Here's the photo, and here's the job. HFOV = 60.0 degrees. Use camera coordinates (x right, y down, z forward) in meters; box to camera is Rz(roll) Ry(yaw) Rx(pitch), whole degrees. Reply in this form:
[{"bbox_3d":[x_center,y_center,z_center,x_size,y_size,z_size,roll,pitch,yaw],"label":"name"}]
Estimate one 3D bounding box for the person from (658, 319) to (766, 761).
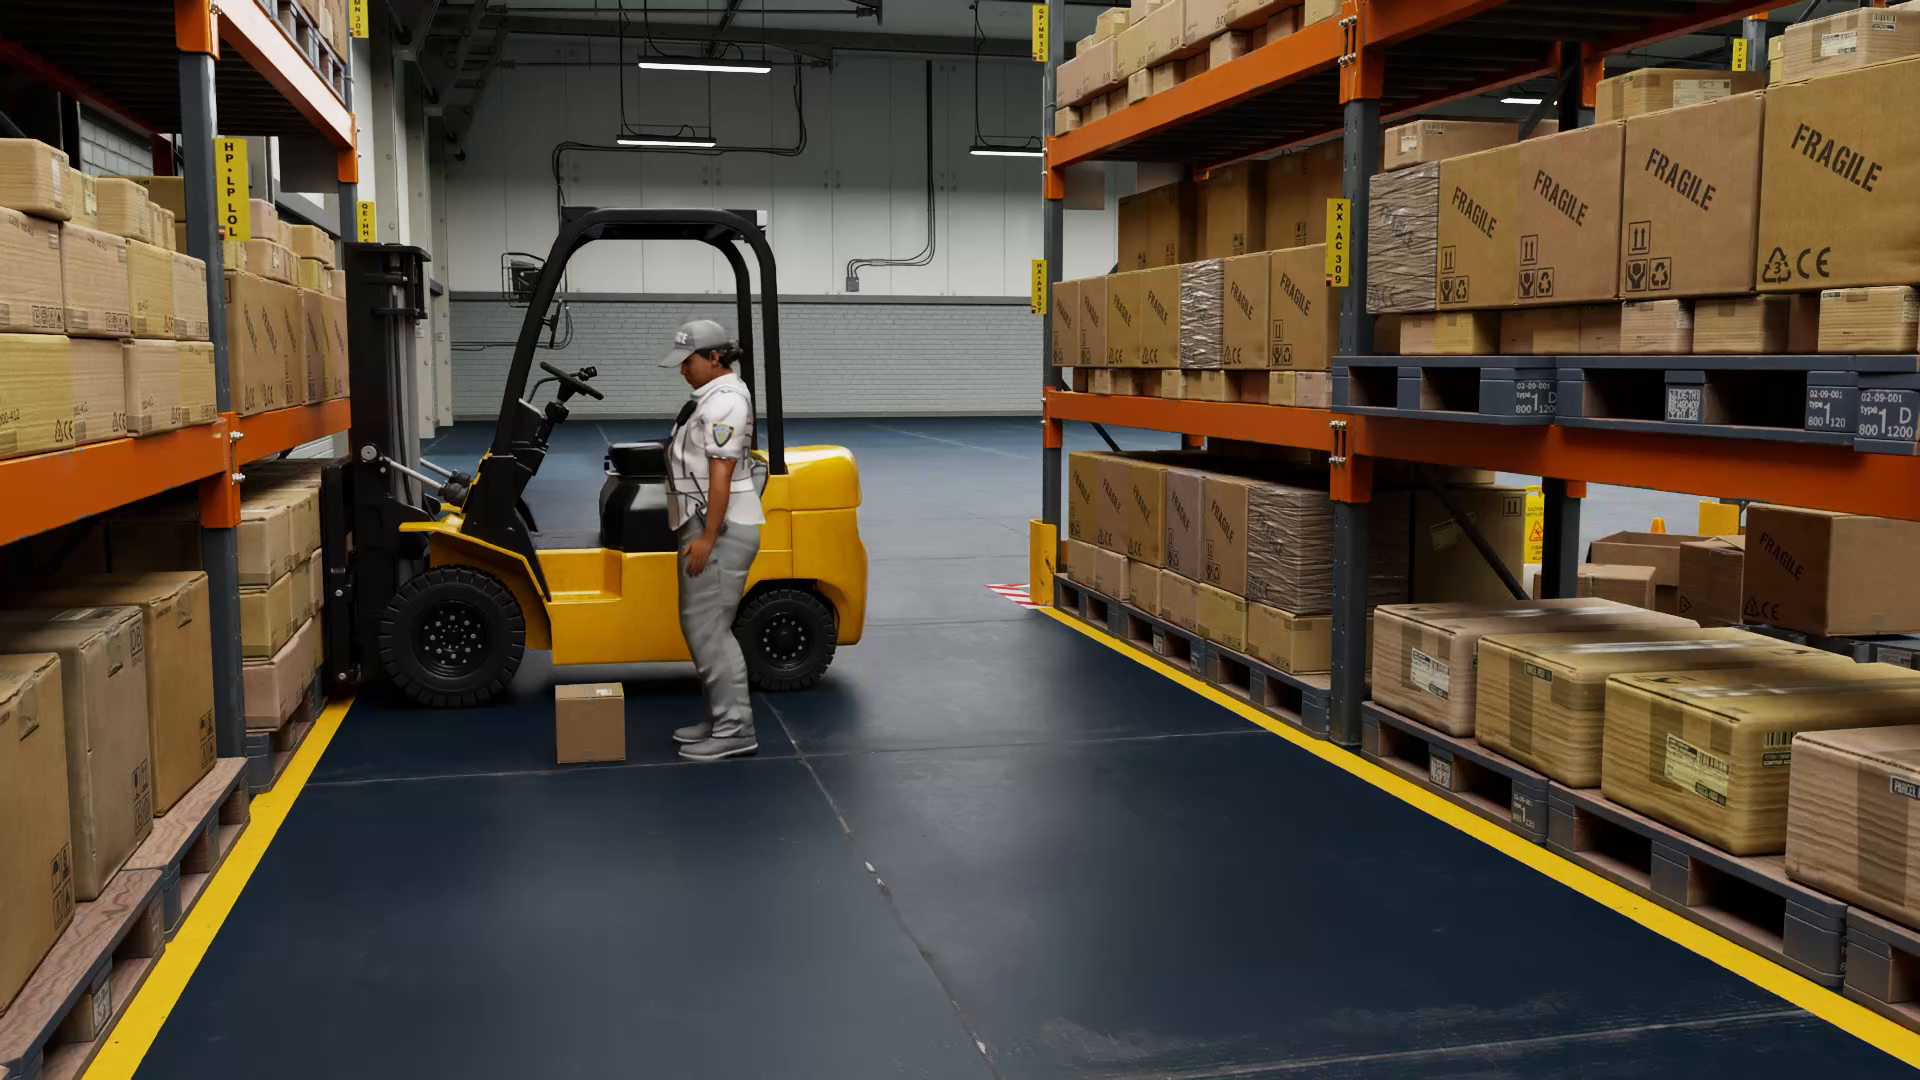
[{"bbox_3d":[-0.940,-0.007,6.336,0.394,1.652,0.475,-1,6,-13],"label":"person"}]
